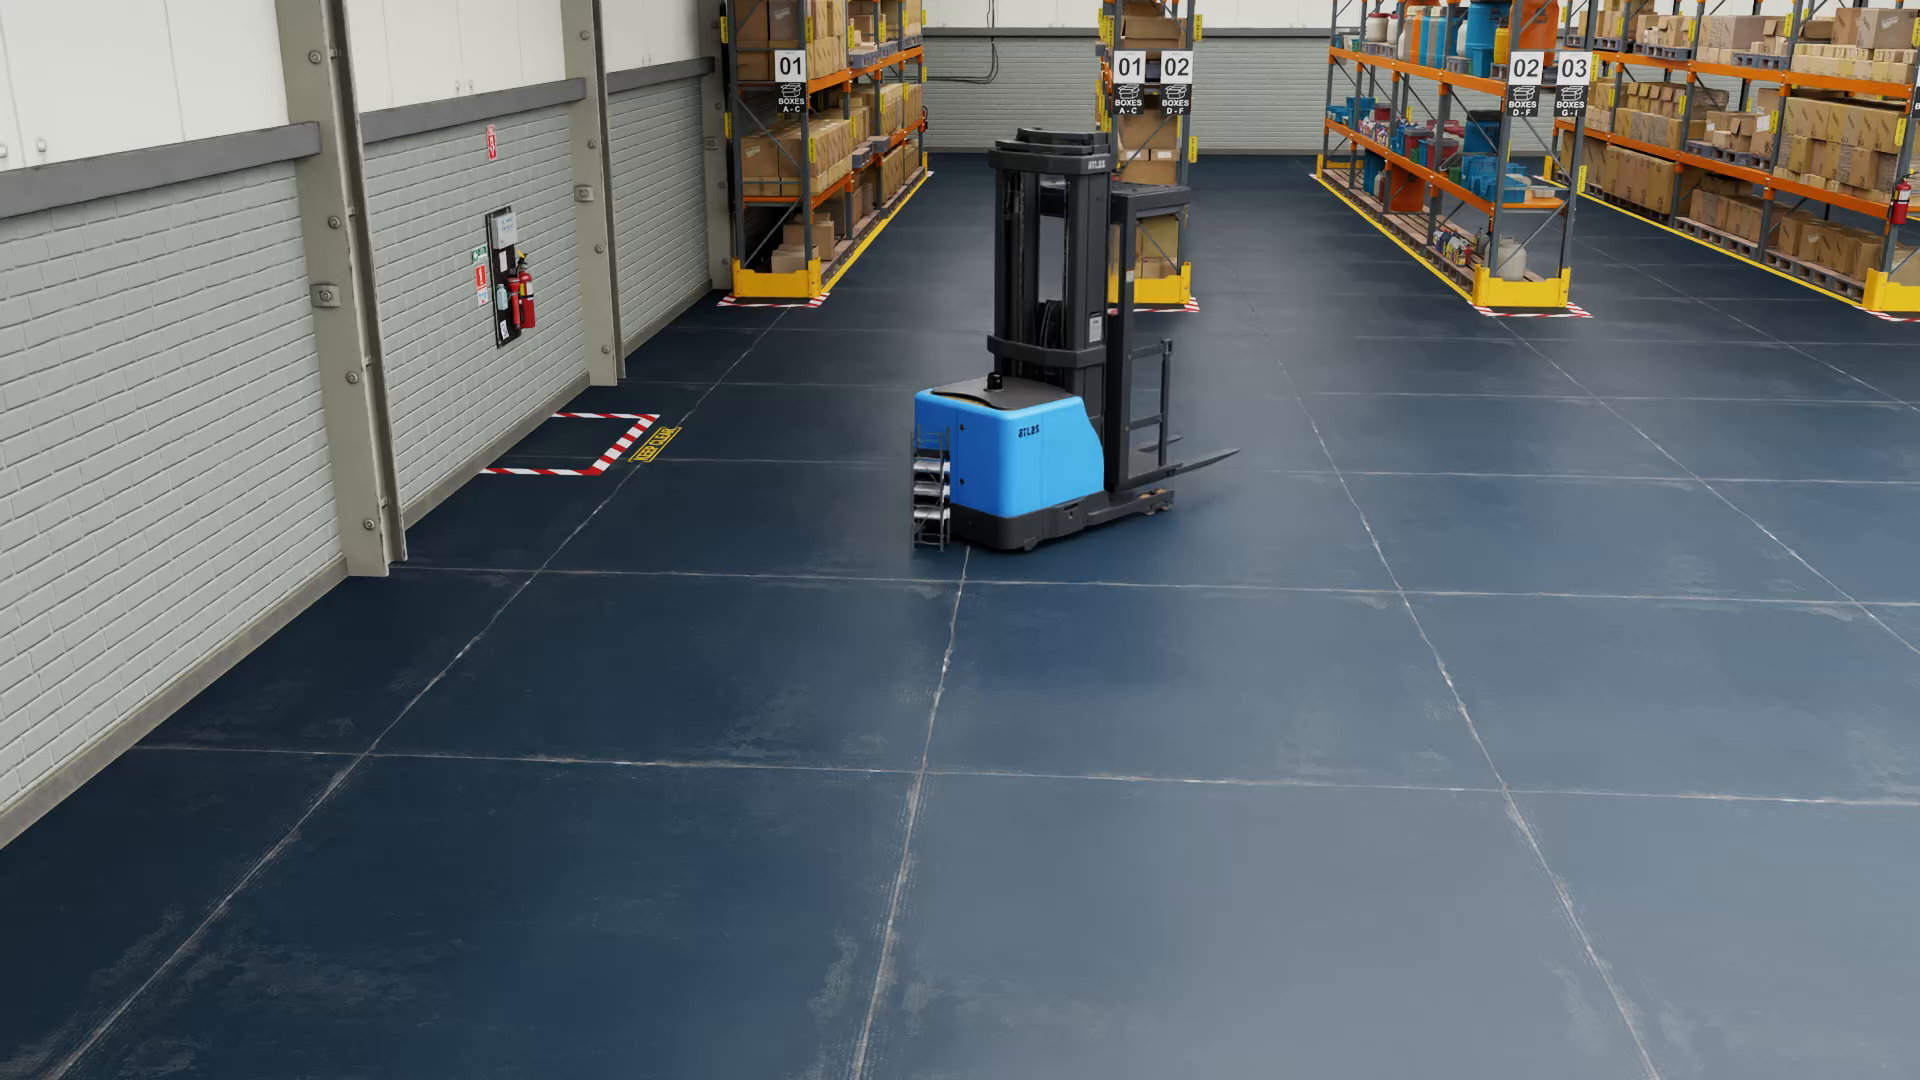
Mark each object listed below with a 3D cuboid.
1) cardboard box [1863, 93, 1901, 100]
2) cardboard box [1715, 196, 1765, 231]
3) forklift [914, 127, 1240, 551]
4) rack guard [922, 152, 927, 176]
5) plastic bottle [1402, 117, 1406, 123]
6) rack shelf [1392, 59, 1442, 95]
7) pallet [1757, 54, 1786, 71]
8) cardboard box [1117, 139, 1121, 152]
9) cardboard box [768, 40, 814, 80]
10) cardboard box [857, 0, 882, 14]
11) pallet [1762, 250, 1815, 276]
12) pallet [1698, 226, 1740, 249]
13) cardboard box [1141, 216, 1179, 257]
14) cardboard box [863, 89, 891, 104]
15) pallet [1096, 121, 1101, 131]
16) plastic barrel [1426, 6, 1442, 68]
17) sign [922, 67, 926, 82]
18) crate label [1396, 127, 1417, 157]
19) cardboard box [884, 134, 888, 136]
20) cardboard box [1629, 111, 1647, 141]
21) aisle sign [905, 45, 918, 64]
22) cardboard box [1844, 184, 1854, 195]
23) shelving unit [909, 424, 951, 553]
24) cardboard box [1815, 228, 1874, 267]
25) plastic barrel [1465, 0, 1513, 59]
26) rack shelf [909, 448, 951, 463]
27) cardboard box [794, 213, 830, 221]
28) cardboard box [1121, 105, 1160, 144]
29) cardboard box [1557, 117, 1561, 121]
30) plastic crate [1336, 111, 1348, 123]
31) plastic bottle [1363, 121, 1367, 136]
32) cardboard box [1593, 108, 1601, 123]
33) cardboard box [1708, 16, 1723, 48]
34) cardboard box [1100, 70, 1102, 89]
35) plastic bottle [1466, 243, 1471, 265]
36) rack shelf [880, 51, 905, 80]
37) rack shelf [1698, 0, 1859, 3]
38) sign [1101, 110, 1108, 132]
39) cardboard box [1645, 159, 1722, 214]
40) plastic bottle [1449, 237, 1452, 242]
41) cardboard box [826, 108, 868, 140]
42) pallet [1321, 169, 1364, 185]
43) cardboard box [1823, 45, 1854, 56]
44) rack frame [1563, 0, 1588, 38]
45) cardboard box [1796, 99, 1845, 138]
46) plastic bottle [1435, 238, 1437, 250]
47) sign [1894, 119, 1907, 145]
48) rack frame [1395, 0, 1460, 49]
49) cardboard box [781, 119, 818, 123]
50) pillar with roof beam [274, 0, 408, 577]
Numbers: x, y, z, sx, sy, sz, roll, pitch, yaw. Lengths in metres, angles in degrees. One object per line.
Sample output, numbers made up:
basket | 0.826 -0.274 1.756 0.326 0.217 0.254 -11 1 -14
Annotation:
cardboard box | 17.902 -8.794 32.199 0.500 0.500 0.500 1 18 2
cardboard box | 12.822 -5.341 27.215 0.700 0.500 0.500 3 18 9
forklift | 1.052 -1.687 12.865 3.031 2.935 1.130 -17 25 -42
rack guard | -1.336 -8.513 37.602 1.175 0.500 0.348 1 18 4
plastic bottle | 8.518 -7.914 31.838 0.144 0.351 0.185 1 18 4
rack shelf | 7.827 -7.450 26.682 1.077 0.370 4.000 1 18 4
pallet | 12.775 -7.161 24.944 1.213 0.211 1.003 1 18 4
cardboard box | 2.386 -5.496 23.176 0.380 0.149 0.250 2 18 5
cardboard box | -2.211 -6.305 21.839 0.500 0.500 0.500 2 18 5
cardboard box | -1.807 -10.631 33.435 0.500 0.500 0.500 1 18 3
pallet | 12.611 -4.101 24.599 1.003 0.211 1.213 1 18 4
pallet | 12.763 -4.932 27.135 1.003 0.211 1.213 1 18 4
cardboard box | 2.751 -4.181 22.904 0.500 0.500 0.500 1 18 4
cardboard box | -1.551 -8.222 30.822 0.500 0.250 0.500 1 18 4
pallet | 3.151 -8.005 32.345 1.003 0.211 1.213 1 18 4
plastic barrel | 7.551 -7.775 25.713 0.600 0.901 0.600 0 18 0
sign | -0.797 -10.340 36.923 0.100 0.325 0.005 1 18 4
crate label | 7.630 -6.702 28.003 0.502 0.435 0.616 1 18 4
cardboard box | -1.526 -7.355 30.424 0.380 0.149 0.250 2 18 6
cardboard box | 12.844 -7.718 31.001 0.500 0.500 0.500 1 18 3
aisle sign | -1.033 -10.945 36.833 0.394 0.787 0.004 1 18 4
cardboard box | 12.225 -4.755 22.521 0.380 0.149 0.250 1 18 4
shelving unit | -0.216 -0.376 12.124 0.258 0.900 0.210 4 19 13
cardboard box | 12.556 -4.151 23.614 0.500 0.500 0.500 0 18 -1
plastic barrel | 7.506 -7.302 23.594 0.600 0.901 0.708 1 18 4
rack shelf | -0.216 -0.601 12.051 0.258 0.077 0.200 4 19 13
cardboard box | -2.232 -4.665 25.150 0.500 0.500 0.500 0 18 0
cardboard box | 2.539 -5.604 22.464 0.700 0.500 0.500 1 18 2
cardboard box | 13.130 -9.140 35.903 0.380 0.149 0.250 1 18 5
plastic crate | 8.082 -8.850 34.788 0.416 0.233 0.300 1 18 4
plastic bottle | 7.782 -7.885 31.876 0.097 0.271 0.097 0 18 0
cardboard box | 13.002 -8.494 33.290 0.500 0.250 0.500 2 18 6
cardboard box | 12.581 -8.290 27.126 0.500 0.500 0.500 1 18 4
cardboard box | 3.309 -9.975 36.282 0.500 0.500 0.500 2 18 6
plastic bottle | 7.243 -4.077 23.705 0.061 0.283 0.133 1 18 4
rack shelf | -1.767 -8.914 31.148 1.077 0.370 4.000 1 18 4
rack shelf | 12.768 -8.575 25.939 1.077 0.370 4.000 1 18 4
sign | 2.202 -6.379 25.342 0.100 0.325 0.005 1 18 4
cardboard box | 12.981 -6.281 29.513 1.225 0.875 0.875 0 18 1
plastic bottle | 7.225 -4.312 24.440 0.097 0.271 0.097 0 18 0
cardboard box | -1.948 -7.145 28.545 0.700 0.500 0.500 0 18 -1
pallet | 8.446 -7.892 36.170 1.003 0.211 1.213 1 18 4
cardboard box | 12.327 -6.839 23.262 0.380 0.149 0.250 2 18 6
rack frame | 13.484 -12.213 35.243 1.000 3.000 0.127 1 18 4
cardboard box | 12.304 -6.010 23.703 0.500 0.500 0.500 1 18 4
plastic bottle | 7.209 -4.473 25.043 0.097 0.201 0.097 0 18 0
sign | 11.785 -5.112 20.839 0.100 0.325 0.005 1 18 4
rack frame | 7.971 -9.839 27.998 1.000 3.000 0.127 1 18 4
cardboard box | -2.440 -6.120 25.288 0.500 0.500 0.500 1 18 3
pillar with roof beam | 0.137 -3.989 10.145 9.100 9.000 0.400 1 18 4
